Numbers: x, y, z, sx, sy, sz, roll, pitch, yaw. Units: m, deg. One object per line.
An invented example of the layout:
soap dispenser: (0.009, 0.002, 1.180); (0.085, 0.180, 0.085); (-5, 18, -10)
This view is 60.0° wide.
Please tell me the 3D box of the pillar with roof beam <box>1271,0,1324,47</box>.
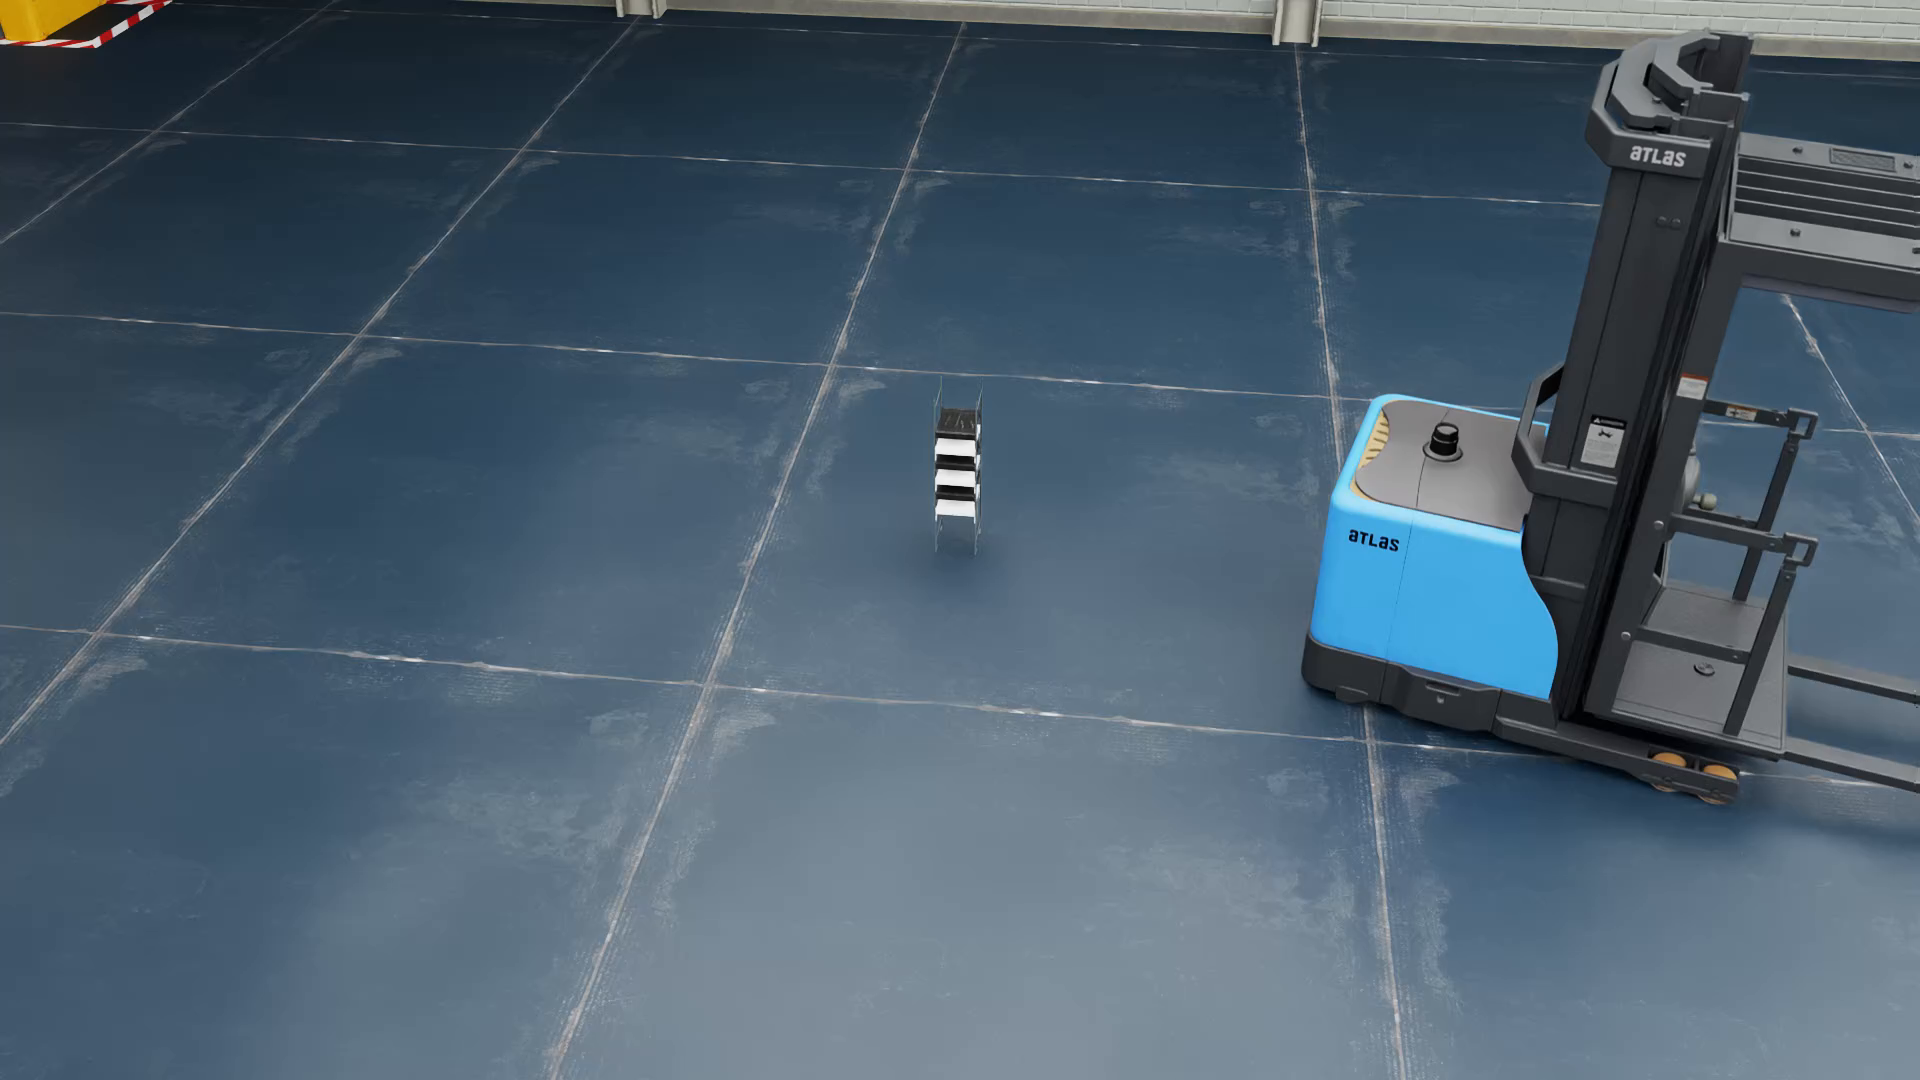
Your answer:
pillar with roof beam: (2.444, -5.657, 8.787); (0.400, 9.000, 9.100); (4, 36, 6)

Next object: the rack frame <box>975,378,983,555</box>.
rack frame: (0.093, -0.359, 8.336); (0.006, 0.900, 0.240); (4, 36, 6)

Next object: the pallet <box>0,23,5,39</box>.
pallet: (-9.098, -4.910, 15.305); (1.213, 0.211, 1.003); (4, 36, 6)

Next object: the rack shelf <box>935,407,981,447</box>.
rack shelf: (-0.008, -0.560, 8.209); (0.200, 0.077, 0.258); (4, 36, 6)

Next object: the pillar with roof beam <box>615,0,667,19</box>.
pillar with roof beam: (-3.508, -6.101, 9.409); (0.400, 9.000, 9.100); (4, 36, 6)

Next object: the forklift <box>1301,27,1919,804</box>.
forklift: (3.131, -0.427, 6.682); (3.031, 2.935, 1.130); (14, 38, 18)

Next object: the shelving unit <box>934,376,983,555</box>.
shelving unit: (-0.008, -0.367, 8.346); (0.210, 0.900, 0.258); (4, 36, 6)

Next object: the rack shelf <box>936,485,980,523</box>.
rack shelf: (-0.008, -0.193, 8.470); (0.200, 0.077, 0.258); (4, 36, 6)

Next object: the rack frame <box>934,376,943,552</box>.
rack frame: (-0.109, -0.374, 8.357); (0.006, 0.900, 0.240); (4, 36, 6)

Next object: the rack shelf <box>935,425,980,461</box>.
rack shelf: (-0.008, -0.486, 8.261); (0.200, 0.077, 0.258); (4, 36, 6)

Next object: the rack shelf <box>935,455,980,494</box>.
rack shelf: (-0.008, -0.340, 8.366); (0.200, 0.077, 0.258); (4, 36, 6)

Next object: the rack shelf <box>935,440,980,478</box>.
rack shelf: (-0.008, -0.413, 8.314); (0.200, 0.077, 0.258); (4, 36, 6)

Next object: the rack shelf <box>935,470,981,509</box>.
rack shelf: (-0.008, -0.267, 8.418); (0.200, 0.077, 0.258); (4, 36, 6)

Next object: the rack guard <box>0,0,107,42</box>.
rack guard: (-8.311, -4.993, 15.173); (0.348, 0.500, 1.175); (4, 36, 6)
